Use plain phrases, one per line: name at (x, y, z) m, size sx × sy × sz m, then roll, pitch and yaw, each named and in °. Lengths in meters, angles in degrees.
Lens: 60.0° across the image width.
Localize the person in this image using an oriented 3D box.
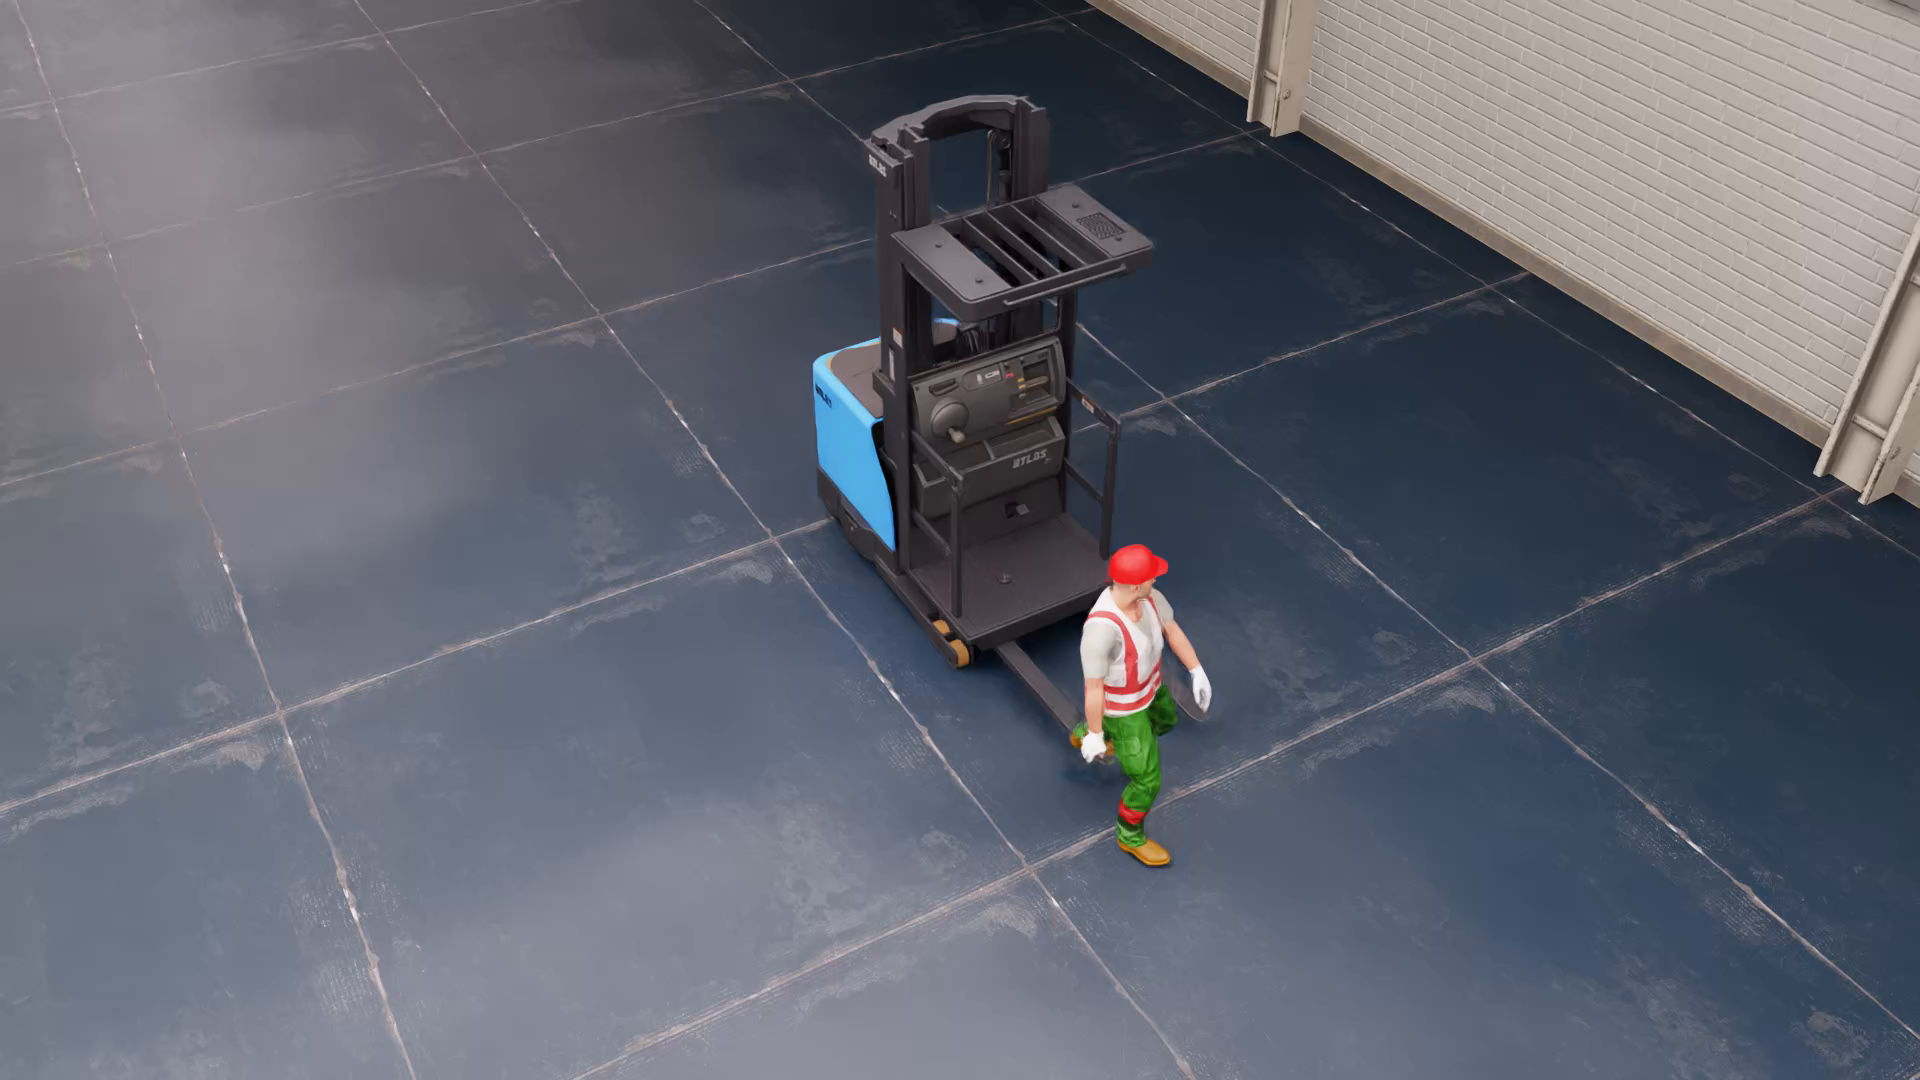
person at (0.822, 0.781, 8.059) m, size 0.720 × 1.718 × 0.719 m, roll 16°, pitch 42°, yaw 19°

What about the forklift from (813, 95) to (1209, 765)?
forklift at (0.275, -0.737, 8.925) m, size 1.130 × 2.935 × 3.031 m, roll -20°, pitch 44°, yaw -23°
